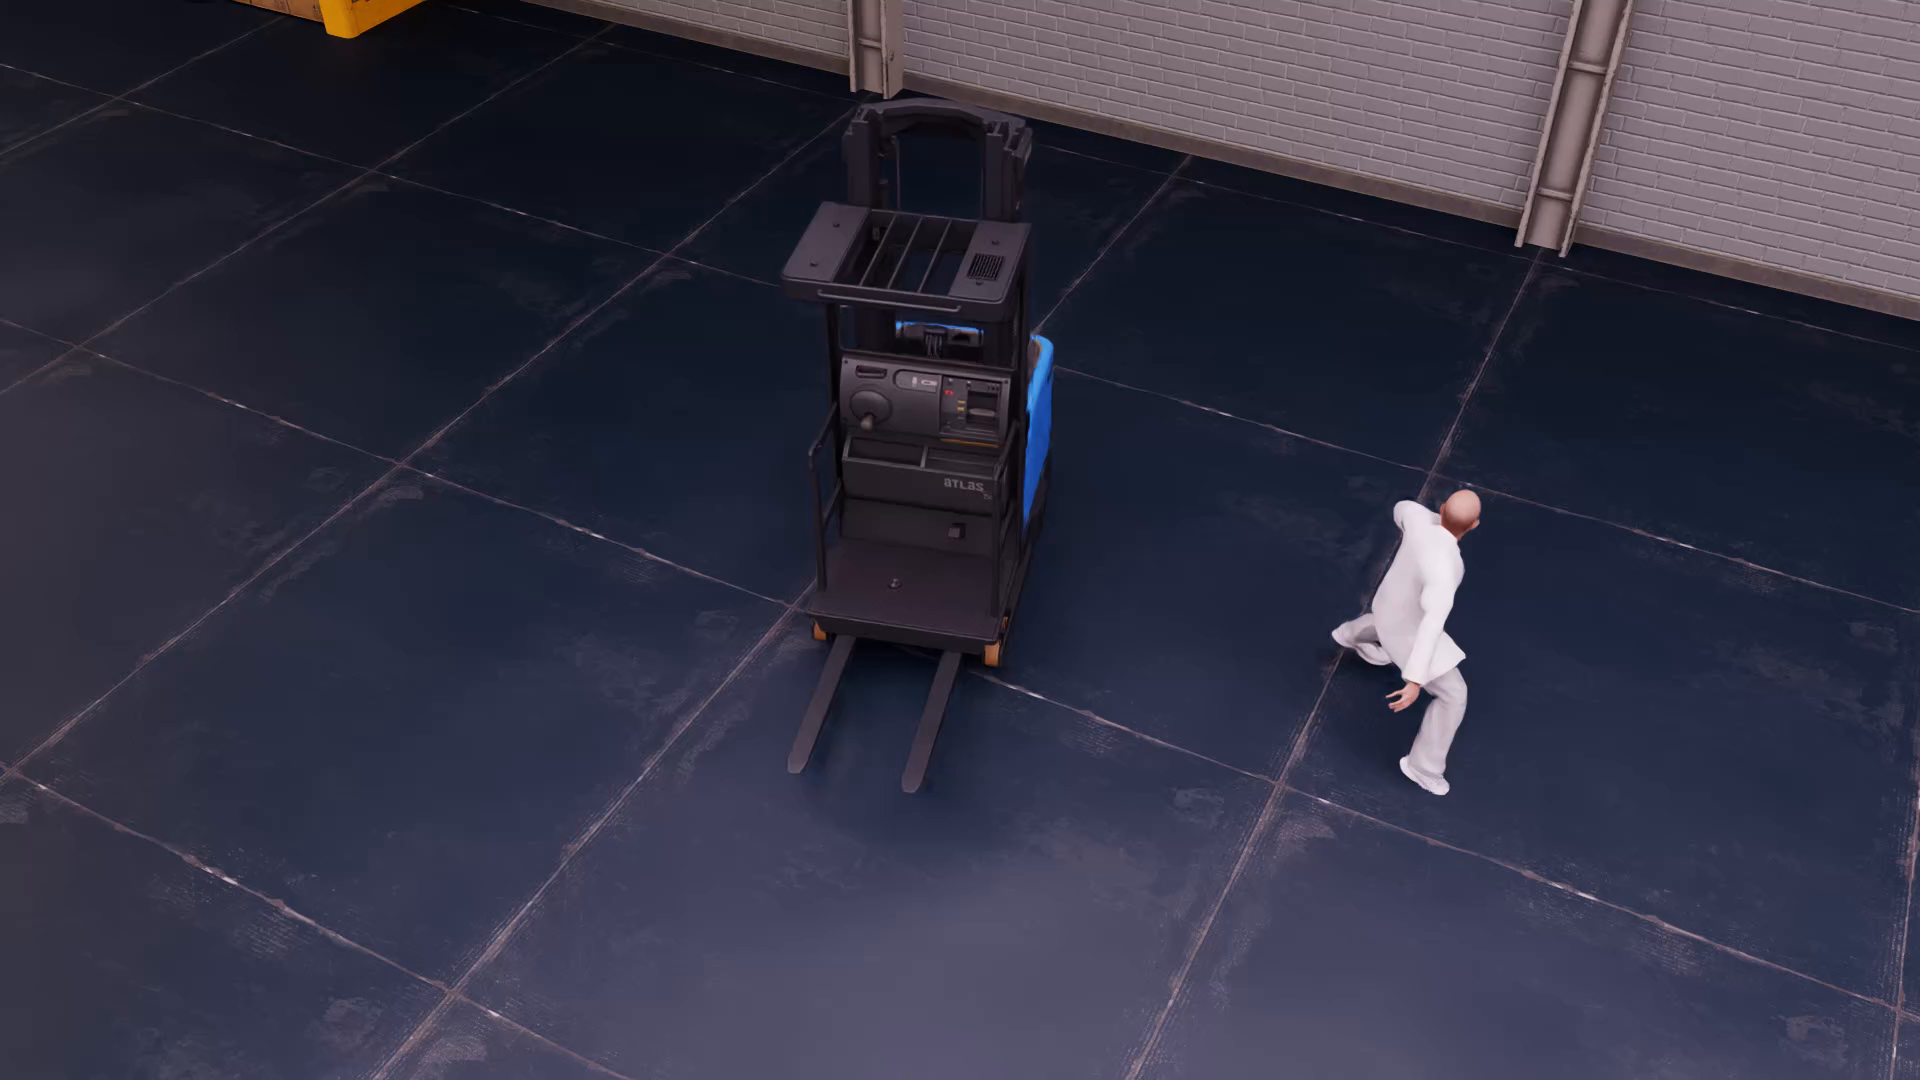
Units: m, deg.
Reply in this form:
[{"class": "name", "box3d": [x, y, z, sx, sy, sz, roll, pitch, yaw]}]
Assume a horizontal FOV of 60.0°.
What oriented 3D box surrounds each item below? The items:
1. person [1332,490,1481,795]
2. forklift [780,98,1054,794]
[{"class": "person", "box3d": [2.346, 0.460, 8.536, 0.605, 1.703, 1.218, 3, 40, 4]}, {"class": "forklift", "box3d": [-0.234, -0.670, 8.782, 1.130, 2.935, 3.031, 8, 41, 9]}]
